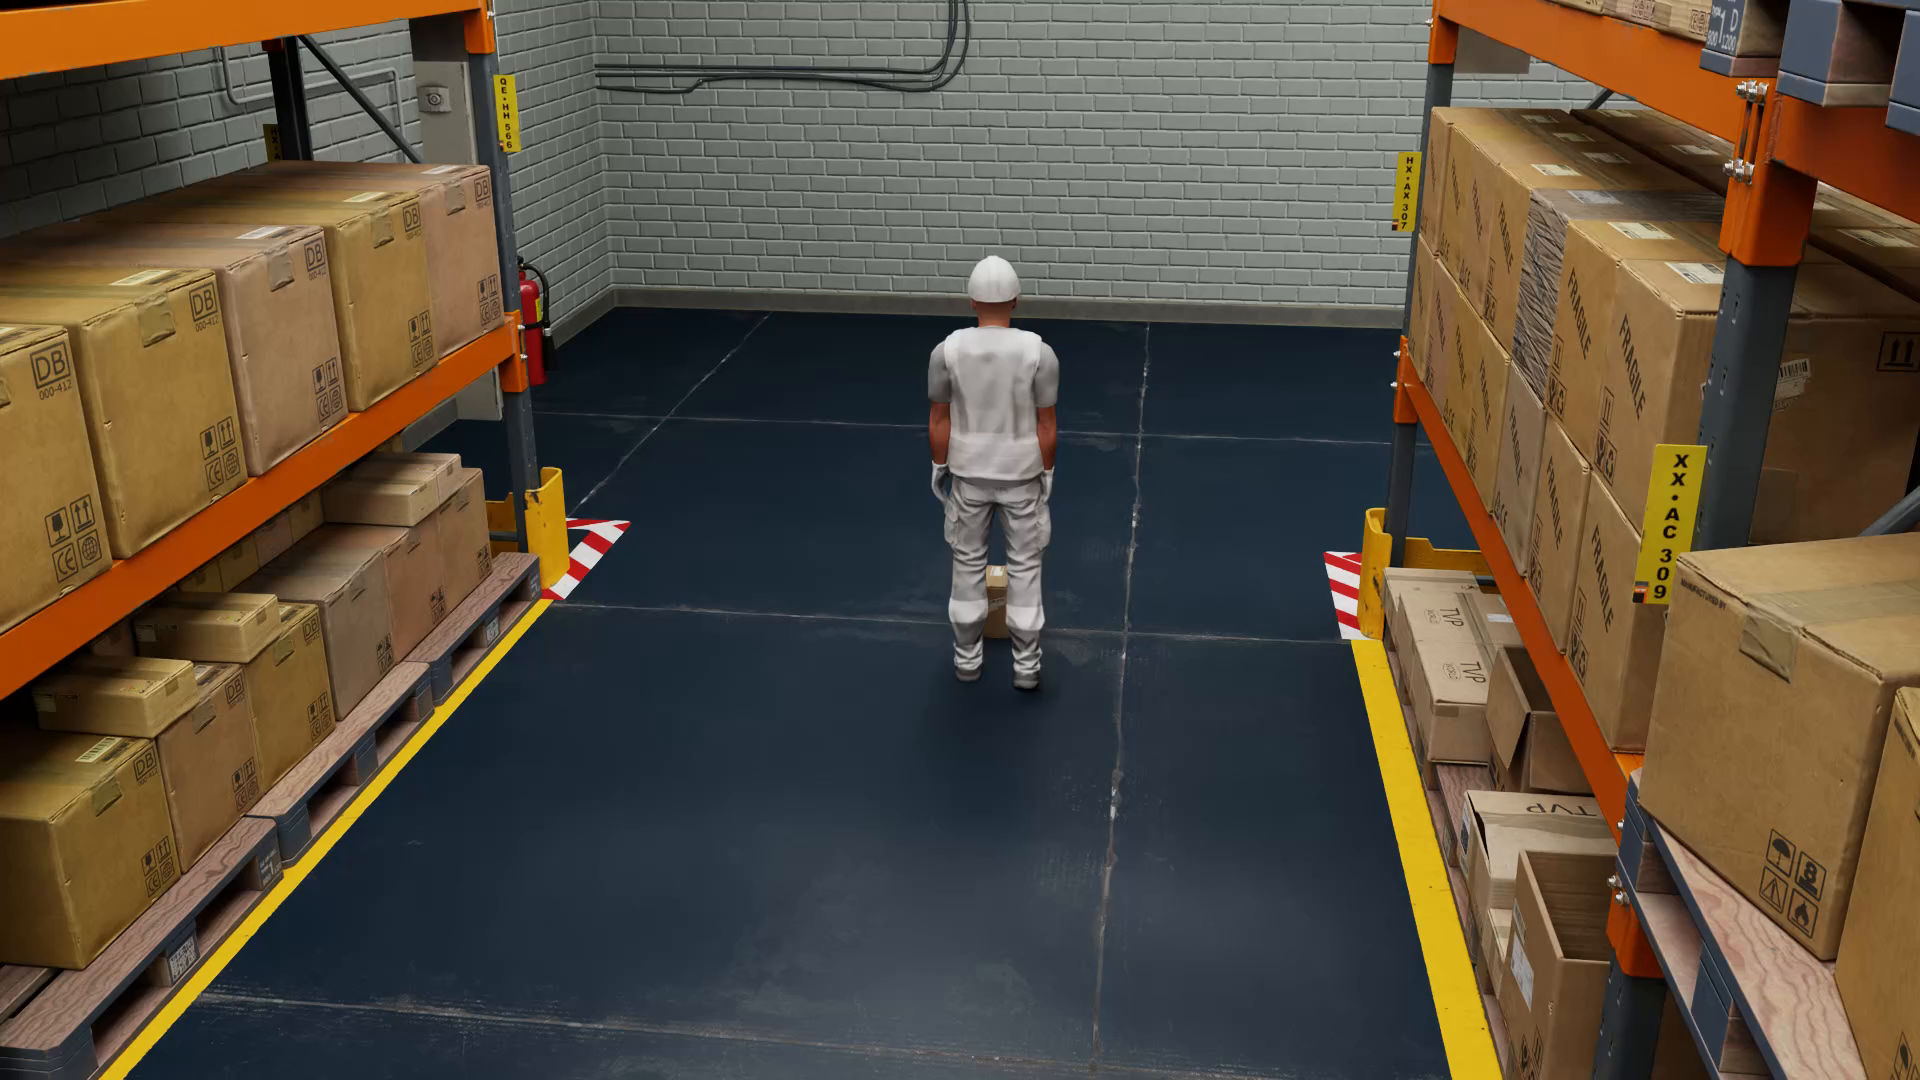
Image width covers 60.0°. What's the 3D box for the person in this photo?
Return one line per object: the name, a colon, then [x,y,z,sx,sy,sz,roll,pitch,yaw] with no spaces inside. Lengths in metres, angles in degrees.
person: [0.139,-0.254,6.759,0.524,1.819,0.358,3,21,8]
